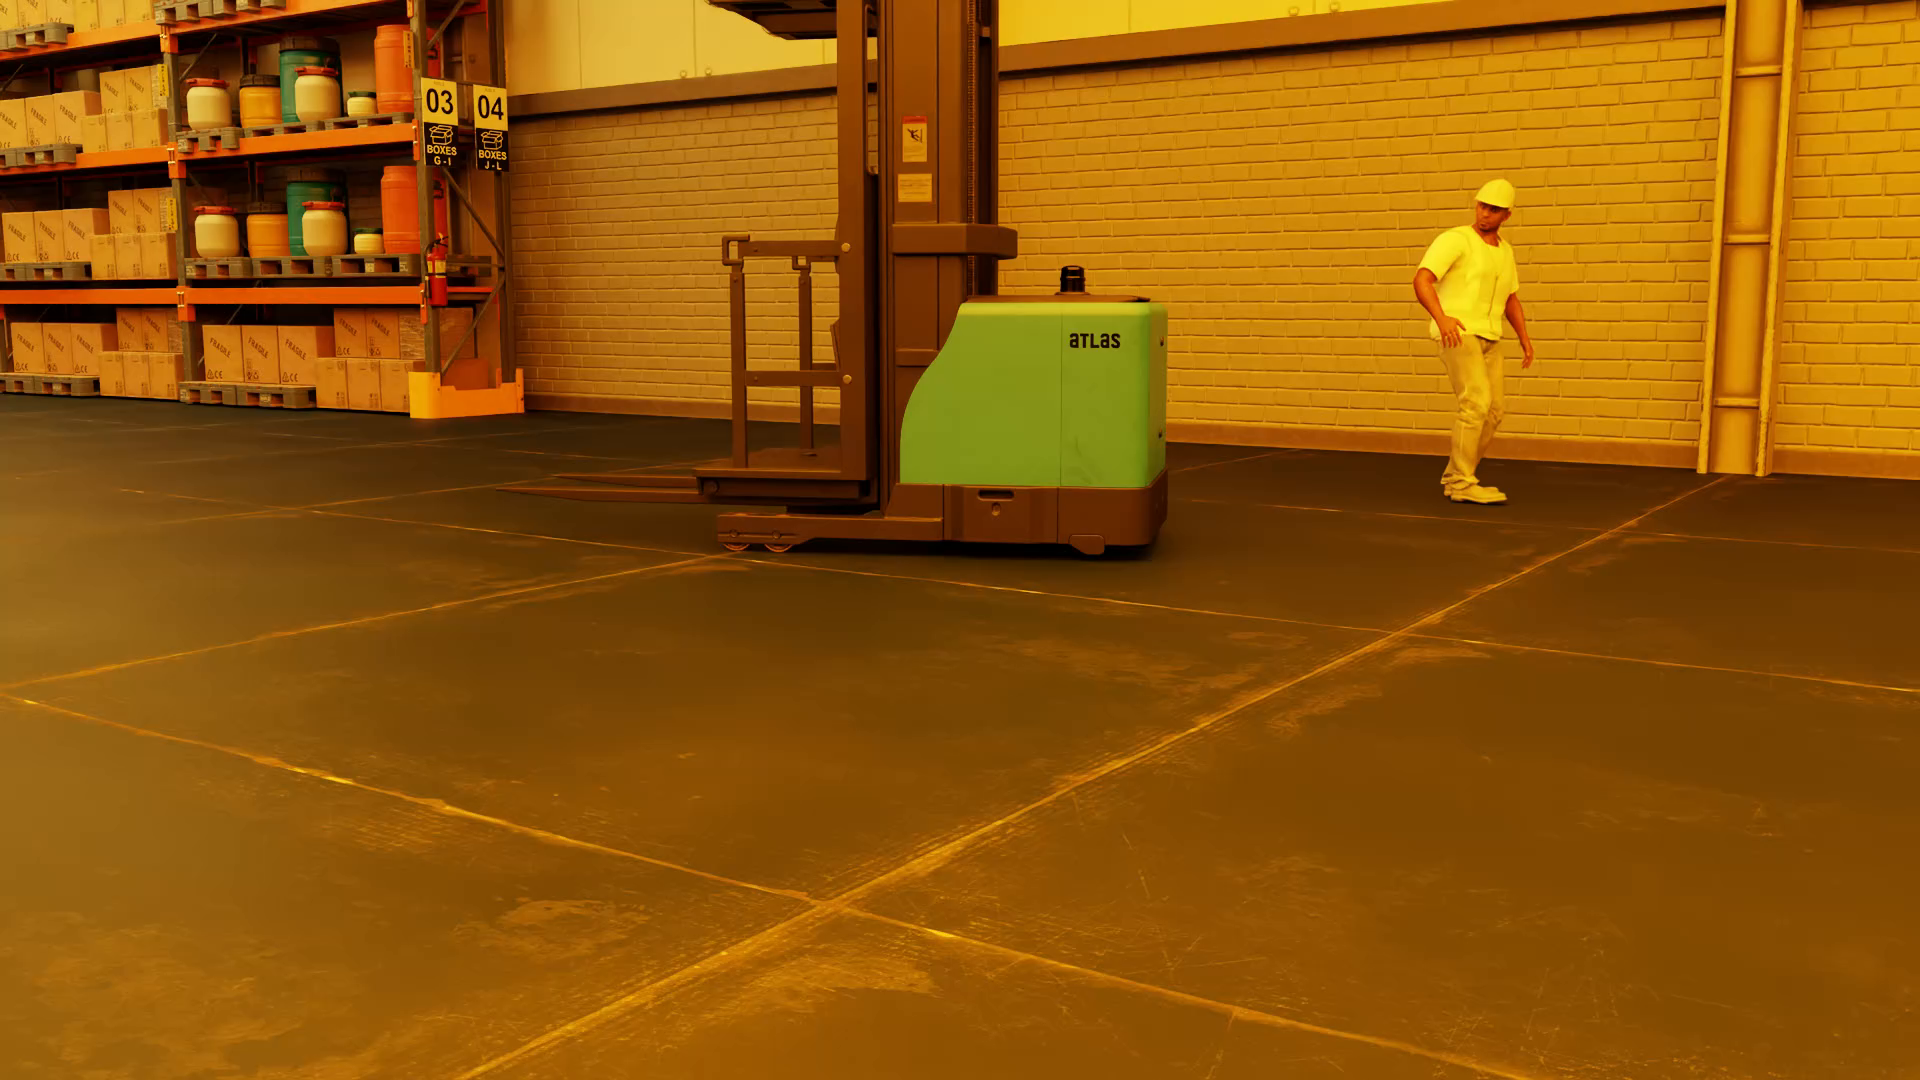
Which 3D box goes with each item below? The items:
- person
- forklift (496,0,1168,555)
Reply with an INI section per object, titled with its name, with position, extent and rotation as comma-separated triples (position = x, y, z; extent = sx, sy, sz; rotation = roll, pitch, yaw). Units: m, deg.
[person]
position = 2.866, -1.084, 9.063
extent = 0.780, 1.737, 0.516
rotation = -7, 11, -40
[forklift]
position = -0.596, -1.469, 7.520
extent = 3.031, 2.935, 1.130
rotation = 2, 8, 12
